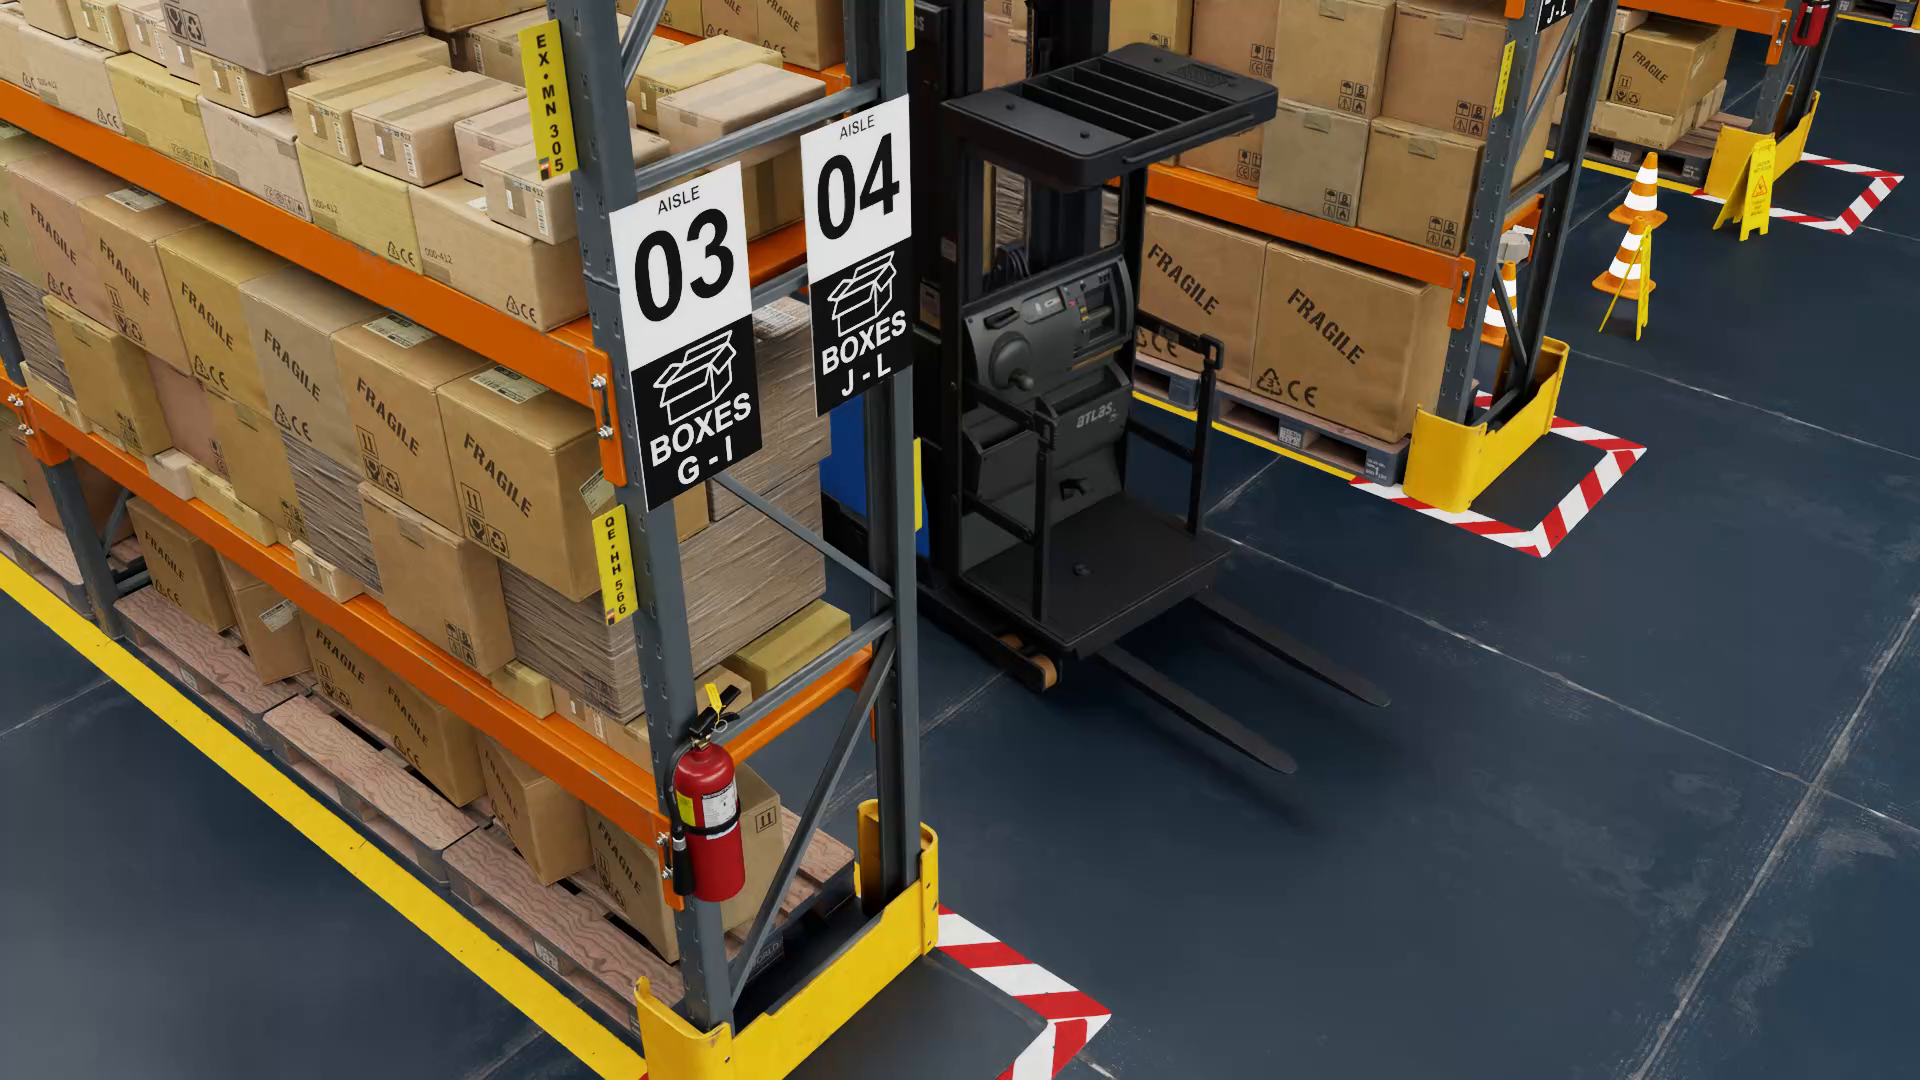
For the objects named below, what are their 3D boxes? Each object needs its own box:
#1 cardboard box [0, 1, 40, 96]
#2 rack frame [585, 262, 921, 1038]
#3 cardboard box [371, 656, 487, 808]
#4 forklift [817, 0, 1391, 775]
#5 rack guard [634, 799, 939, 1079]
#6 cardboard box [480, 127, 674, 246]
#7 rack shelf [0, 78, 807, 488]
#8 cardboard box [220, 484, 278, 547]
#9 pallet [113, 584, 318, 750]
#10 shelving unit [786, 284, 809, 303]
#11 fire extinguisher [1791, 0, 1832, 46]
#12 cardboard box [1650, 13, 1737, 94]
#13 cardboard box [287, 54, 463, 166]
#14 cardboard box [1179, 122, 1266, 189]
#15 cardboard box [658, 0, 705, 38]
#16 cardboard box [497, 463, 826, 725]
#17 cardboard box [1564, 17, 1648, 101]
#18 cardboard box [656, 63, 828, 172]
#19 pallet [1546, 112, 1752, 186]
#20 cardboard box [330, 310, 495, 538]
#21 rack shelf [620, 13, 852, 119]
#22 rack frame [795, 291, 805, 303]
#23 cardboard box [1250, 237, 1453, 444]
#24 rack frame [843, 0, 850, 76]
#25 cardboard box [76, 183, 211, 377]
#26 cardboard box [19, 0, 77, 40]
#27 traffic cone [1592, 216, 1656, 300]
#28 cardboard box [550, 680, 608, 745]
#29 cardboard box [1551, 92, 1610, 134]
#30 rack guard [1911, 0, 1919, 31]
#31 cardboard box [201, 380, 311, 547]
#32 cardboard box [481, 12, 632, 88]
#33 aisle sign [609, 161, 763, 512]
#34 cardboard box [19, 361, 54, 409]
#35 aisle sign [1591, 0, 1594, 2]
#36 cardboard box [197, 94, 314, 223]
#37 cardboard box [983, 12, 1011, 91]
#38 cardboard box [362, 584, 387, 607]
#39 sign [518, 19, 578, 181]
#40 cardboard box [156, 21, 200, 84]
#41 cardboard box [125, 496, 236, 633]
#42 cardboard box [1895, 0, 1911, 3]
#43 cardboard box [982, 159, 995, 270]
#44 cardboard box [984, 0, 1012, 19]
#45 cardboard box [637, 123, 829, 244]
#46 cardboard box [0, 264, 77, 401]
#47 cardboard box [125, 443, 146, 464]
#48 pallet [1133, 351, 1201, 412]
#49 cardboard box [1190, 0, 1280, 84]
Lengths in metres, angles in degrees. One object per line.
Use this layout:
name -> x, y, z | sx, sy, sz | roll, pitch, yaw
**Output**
cardboard box -> -2.982, -1.720, 5.587 | 0.500, 0.250, 0.500 | 25, 42, 31
rack frame -> -0.499, 0.440, 4.960 | 0.127, 3.000, 1.000 | 25, 42, 32
cardboard box -> -1.919, 0.627, 6.524 | 0.500, 0.500, 0.500 | -29, 44, -36
forklift -> 0.531, -0.871, 6.929 | 1.130, 2.935, 3.031 | -27, 43, -33
rack guard -> -0.558, 1.443, 5.707 | 0.348, 0.500, 1.175 | 25, 42, 32
cardboard box -> -0.912, -0.864, 3.989 | 0.250, 0.149, 0.380 | 25, 42, 32
rack shelf -> -2.036, -1.224, 5.369 | 4.000, 0.370, 1.077 | 25, 42, 32
cardboard box -> -2.439, -0.159, 6.054 | 0.250, 0.149, 0.380 | 25, 42, 32
pallet -> -3.035, 0.368, 7.527 | 1.213, 0.211, 1.003 | 25, 42, 32
shelving unit -> -0.639, -0.912, 8.518 | 0.258, 1.200, 0.503 | -27, 43, -33
fire extinguisher -> 5.634, -3.598, 10.907 | 0.183, 0.674, 0.296 | 25, 42, 32
cardboard box -> 5.380, -3.641, 12.298 | 0.500, 0.500, 0.500 | 24, 41, 30
cardboard box -> -1.526, -1.141, 4.393 | 0.250, 0.149, 0.380 | 25, 42, 32
cardboard box -> 1.651, -2.305, 8.824 | 0.550, 0.550, 0.875 | 25, 42, 32
cardboard box -> -1.671, -3.610, 10.769 | 0.500, 0.500, 0.500 | 26, 42, 32
cardboard box -> -0.905, 0.065, 5.155 | 0.500, 0.500, 0.875 | 25, 42, 32
cardboard box -> 4.655, -3.585, 12.215 | 0.500, 0.500, 0.500 | 27, 43, 33
cardboard box -> -0.563, -1.099, 4.332 | 0.250, 0.149, 0.380 | 25, 42, 32
pallet -> 5.181, -3.059, 12.518 | 1.213, 0.211, 1.003 | 25, 42, 32
cardboard box -> -1.468, -0.406, 4.958 | 0.500, 0.500, 0.500 | 25, 42, 32
rack shelf -> -1.859, -3.558, 11.417 | 4.000, 0.370, 1.077 | 25, 42, 32
rack frame -> -0.802, -1.015, 8.669 | 0.240, 1.200, 0.015 | -27, 43, -33
cardboard box -> 2.188, -1.195, 8.847 | 0.875, 0.875, 0.875 | 26, 42, 32
rack frame -> -0.322, -3.130, 10.158 | 0.127, 3.000, 1.000 | 25, 42, 32
cardboard box -> -2.621, -0.949, 5.749 | 0.500, 0.500, 0.500 | 25, 42, 32
cardboard box -> -2.713, -1.717, 5.232 | 0.250, 0.149, 0.380 | 24, 41, 31
traffic cone -> 4.237, -1.814, 10.483 | 0.334, 0.463, 0.336 | 25, 42, 32
cardboard box -> -1.042, 0.439, 5.183 | 0.250, 0.149, 0.380 | 25, 42, 32
cardboard box -> 4.655, -3.278, 12.431 | 0.500, 0.250, 0.500 | 25, 42, 32
rack guard -> 9.033, -4.993, 15.079 | 0.348, 0.500, 1.175 | 25, 42, 32
cardboard box -> -2.099, -0.450, 5.905 | 0.500, 0.500, 0.875 | 25, 42, 32
cardboard box -> -1.137, -1.403, 4.774 | 0.250, 0.149, 0.380 | 27, 43, 34
aisle sign -> -0.644, -0.479, 4.001 | 0.004, 0.787, 0.394 | 25, 42, 32
cardboard box -> -3.601, -0.697, 6.837 | 0.250, 0.149, 0.380 | 25, 42, 32
aisle sign -> 2.998, -2.858, 7.465 | 0.004, 0.787, 0.394 | 25, 42, 32
cardboard box -> -1.806, -1.168, 4.783 | 0.500, 0.250, 0.500 | 26, 42, 33
cardboard box -> 0.406, -2.874, 9.653 | 0.550, 0.550, 0.875 | 25, 42, 32
cardboard box -> -1.822, 0.084, 5.699 | 0.250, 0.149, 0.380 | 25, 42, 32
sign -> -0.870, -0.927, 3.519 | 0.005, 0.325, 0.100 | 25, 42, 32
cardboard box -> -2.089, -1.458, 4.854 | 0.250, 0.149, 0.380 | 23, 41, 30
cardboard box -> -3.292, 0.011, 7.422 | 0.500, 0.500, 0.500 | 24, 41, 31
cardboard box -> 8.451, -5.105, 15.092 | 0.500, 0.250, 0.500 | 26, 42, 32
cardboard box -> 0.116, -2.169, 10.265 | 0.875, 0.875, 0.875 | 26, 42, 32
cardboard box -> 0.436, -3.340, 9.377 | 0.550, 0.550, 0.875 | 25, 42, 32
cardboard box -> -0.704, -1.022, 4.571 | 0.500, 0.250, 0.500 | 27, 43, 33
cardboard box -> -3.267, -0.983, 6.680 | 0.500, 0.500, 0.875 | 25, 42, 32
cardboard box -> -3.009, -0.435, 6.456 | 0.250, 0.149, 0.380 | 25, 42, 32
pallet -> 1.154, -1.229, 9.854 | 1.213, 0.211, 1.003 | 25, 42, 32
cardboard box -> 1.666, -2.761, 8.534 | 0.550, 0.550, 0.875 | 25, 42, 32
